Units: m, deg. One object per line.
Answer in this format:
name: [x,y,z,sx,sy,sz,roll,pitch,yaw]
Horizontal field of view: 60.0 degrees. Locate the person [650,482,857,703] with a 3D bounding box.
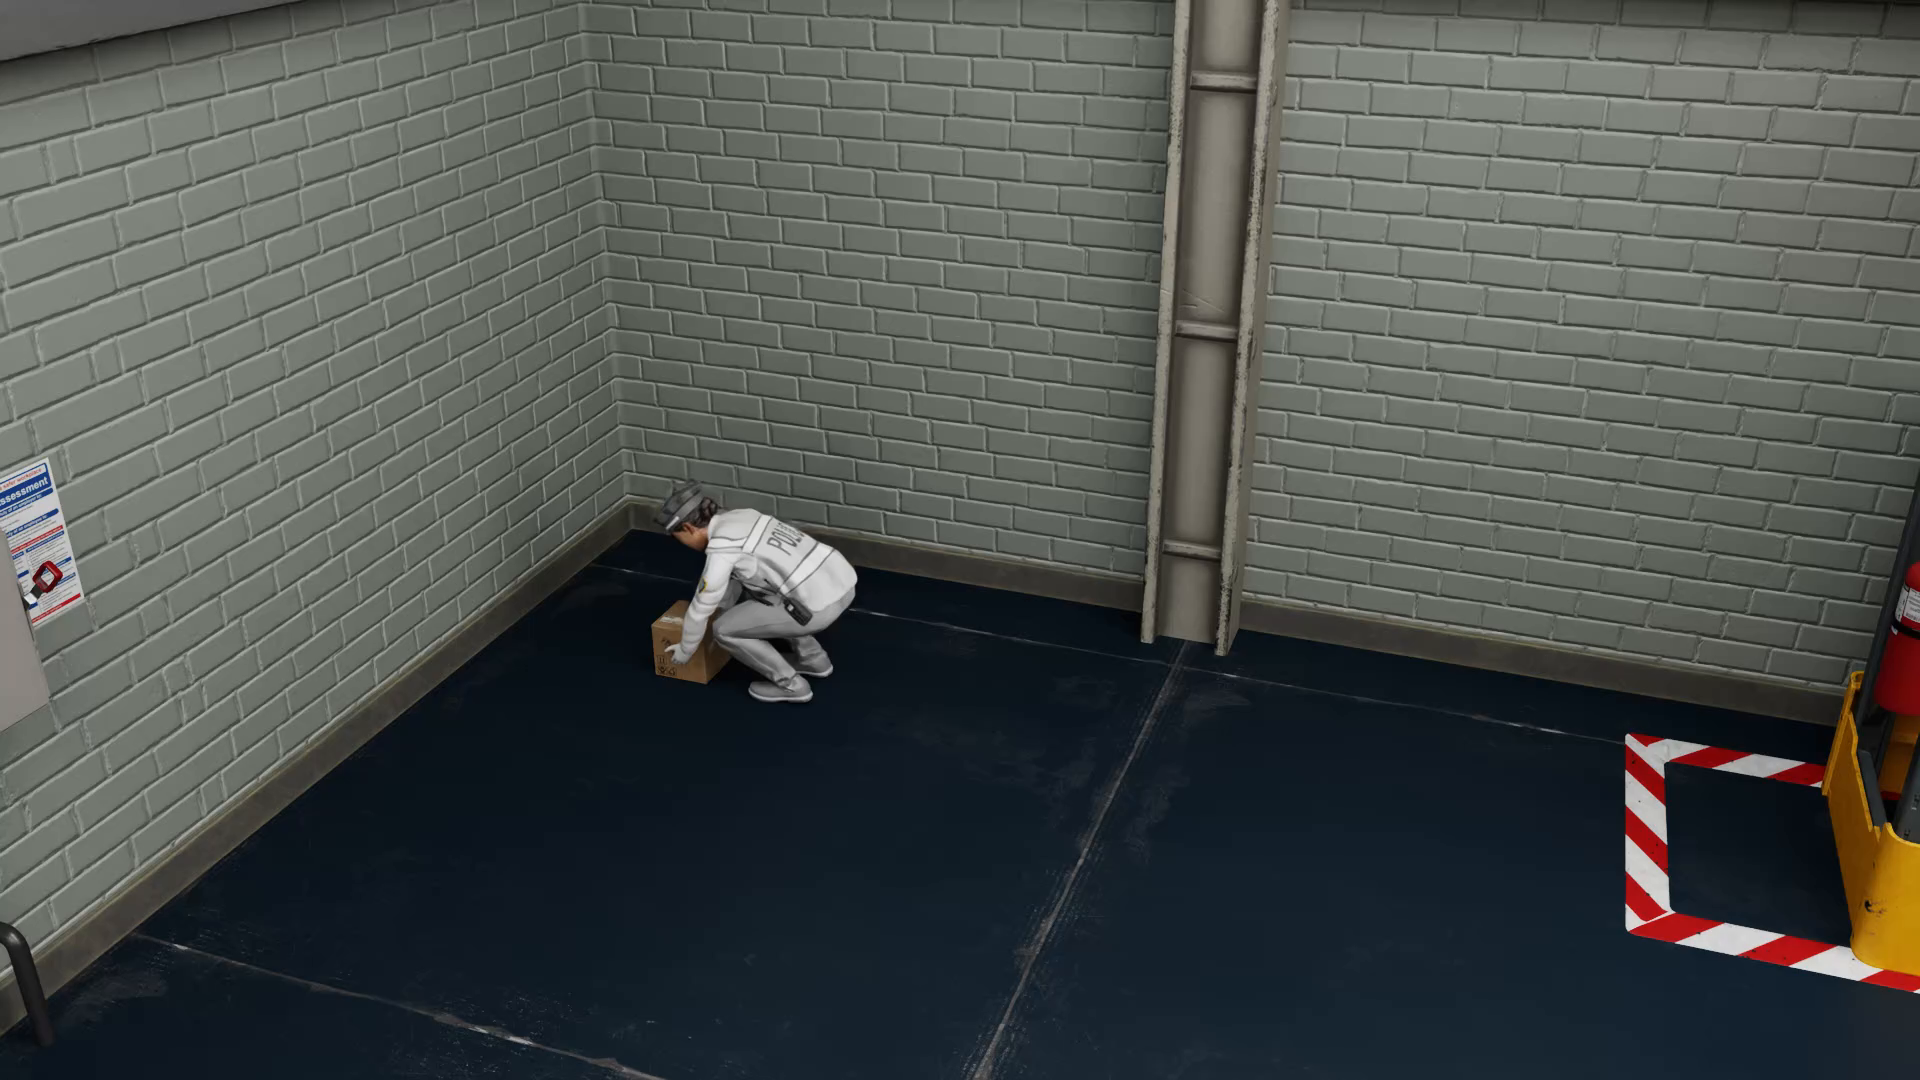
person: [-0.870,0.208,7.051,0.854,0.913,0.489,9,27,17]
